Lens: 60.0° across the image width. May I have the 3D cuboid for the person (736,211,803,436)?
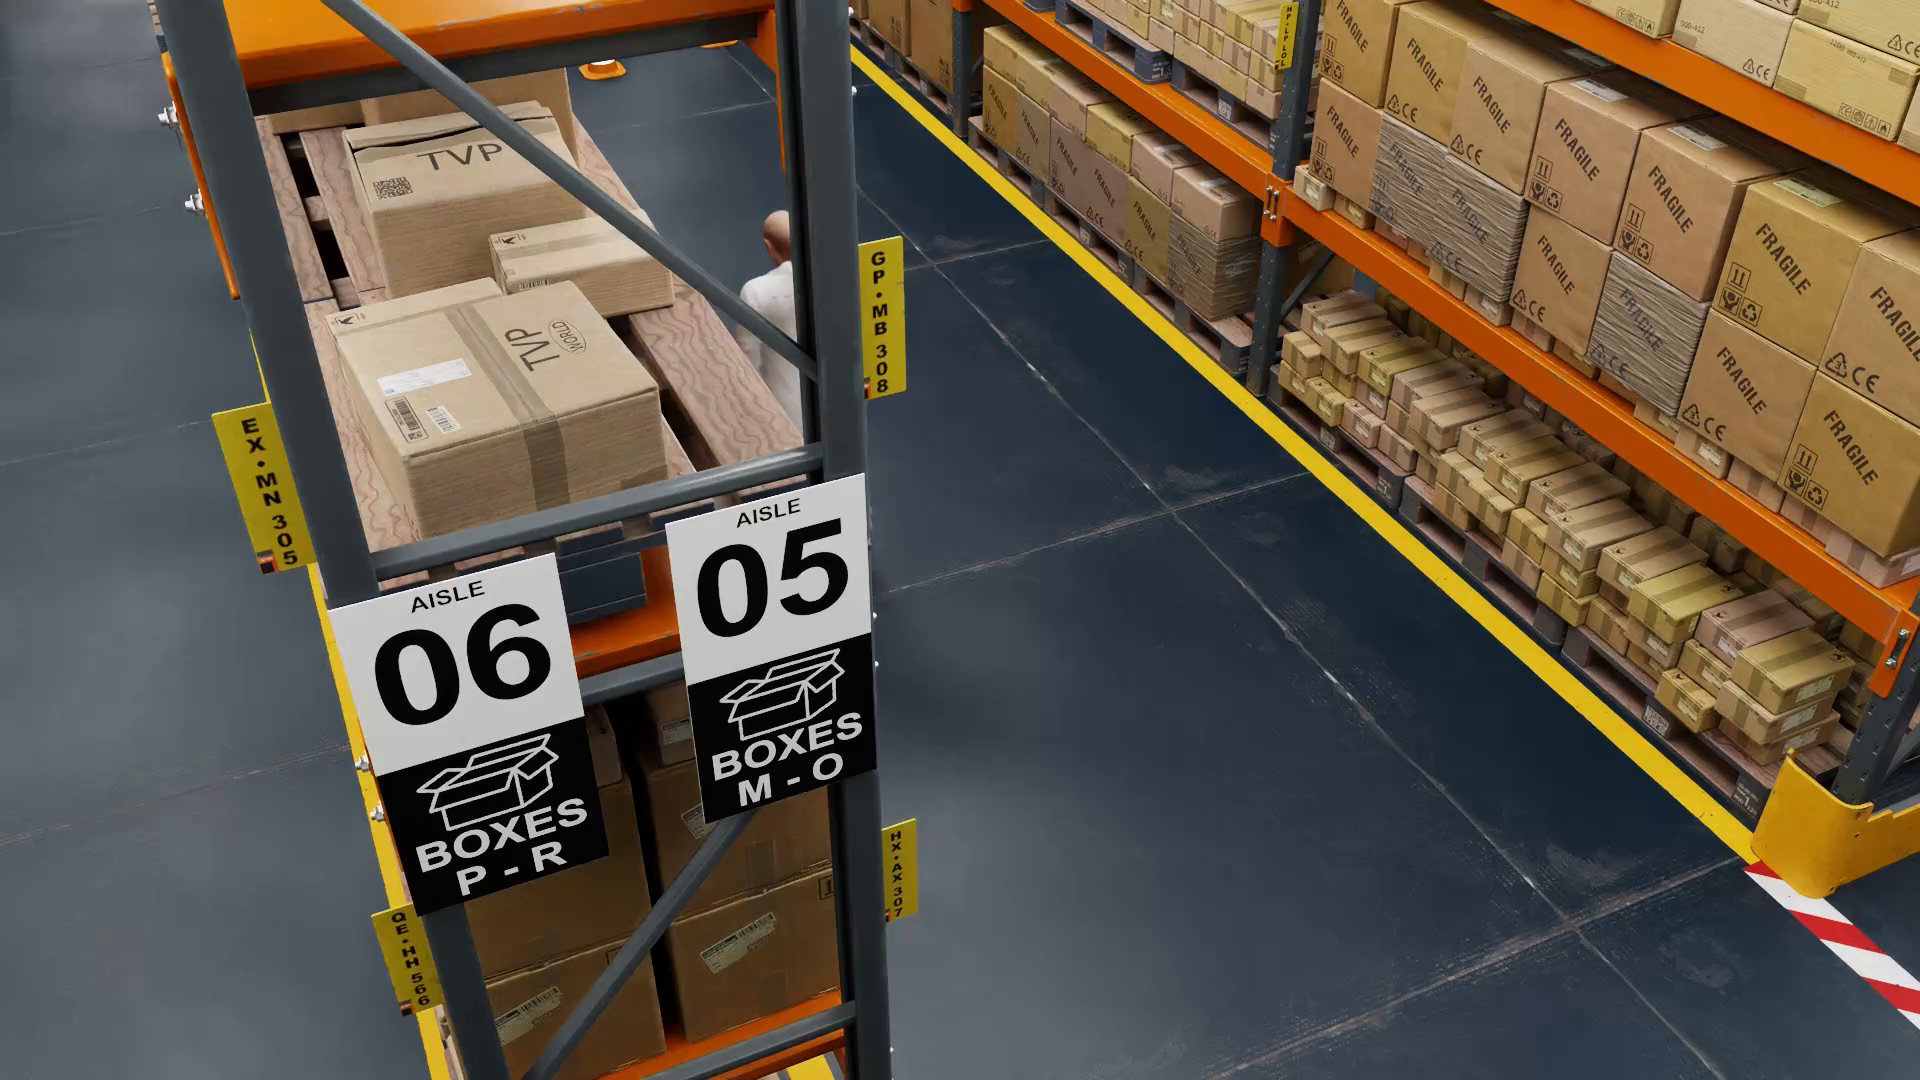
[{"bbox_3d":[-0.775,-0.729,7.863,0.569,1.765,0.378,-15,39,-19],"label":"person"}]
